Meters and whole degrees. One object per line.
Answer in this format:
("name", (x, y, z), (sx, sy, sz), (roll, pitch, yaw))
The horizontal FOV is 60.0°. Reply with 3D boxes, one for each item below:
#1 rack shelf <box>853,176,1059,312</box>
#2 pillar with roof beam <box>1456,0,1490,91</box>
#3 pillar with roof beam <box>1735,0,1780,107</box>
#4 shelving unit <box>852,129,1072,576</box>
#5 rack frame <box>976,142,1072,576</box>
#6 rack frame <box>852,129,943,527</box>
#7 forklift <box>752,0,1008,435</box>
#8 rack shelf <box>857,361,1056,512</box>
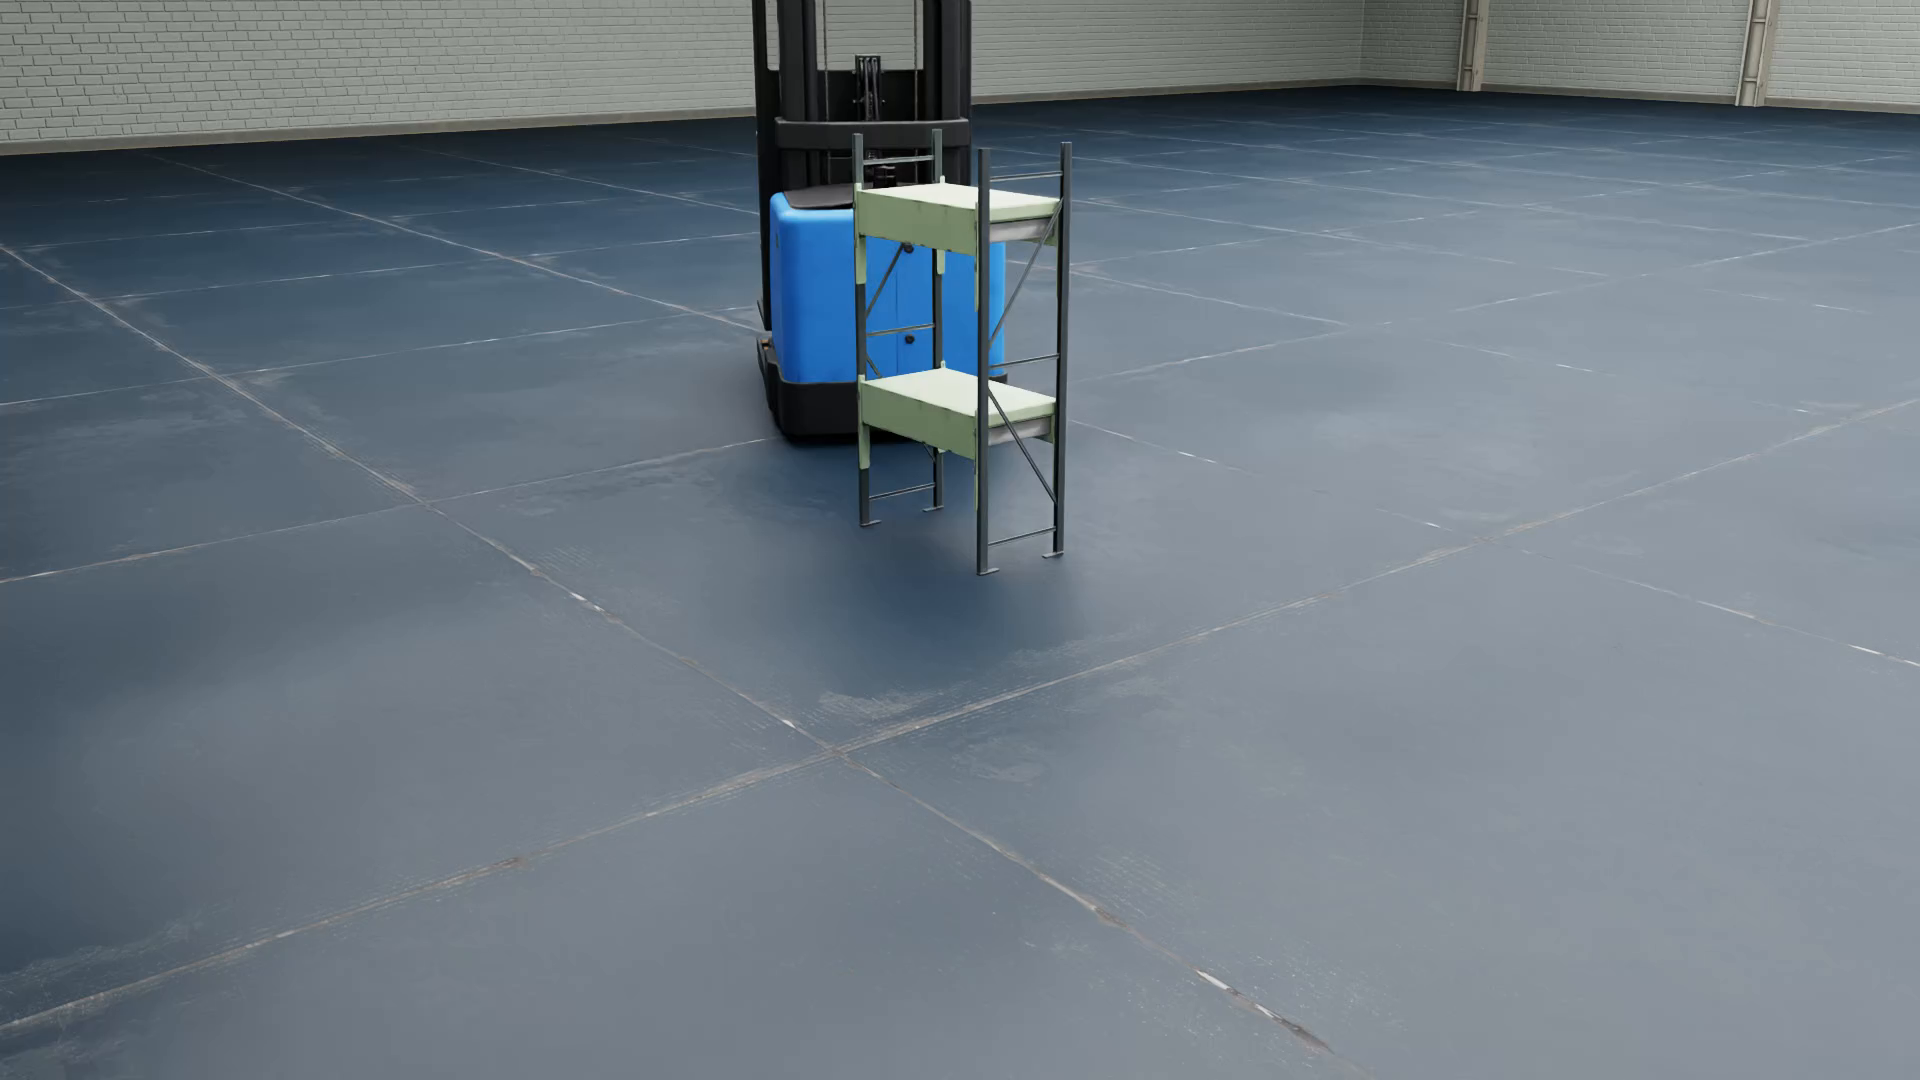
("rack shelf", (-0.004, -1.084, 6.009), (0.431, 0.370, 0.720), (-14, 23, -36))
("pillar with roof beam", (7.208, -12.780, 30.642), (9.100, 9.000, 0.400), (-14, 23, -36))
("pillar with roof beam", (10.933, -11.302, 26.178), (9.100, 9.000, 0.400), (-14, 23, -36))
("shelving unit", (-0.004, -0.714, 6.132), (0.431, 1.500, 0.755), (-14, 23, -36))
("rack frame", (0.223, -0.623, 5.859), (0.400, 1.500, 0.023), (-14, 23, -36))
("rack frame", (-0.231, -0.804, 6.404), (0.400, 1.500, 0.023), (-14, 23, -36))
("forklift", (-0.526, -2.292, 8.622), (1.130, 2.935, 3.031), (-3, 19, -9))
("rack shelf", (-0.004, -0.404, 6.234), (0.431, 0.370, 0.720), (-14, 23, -36))
